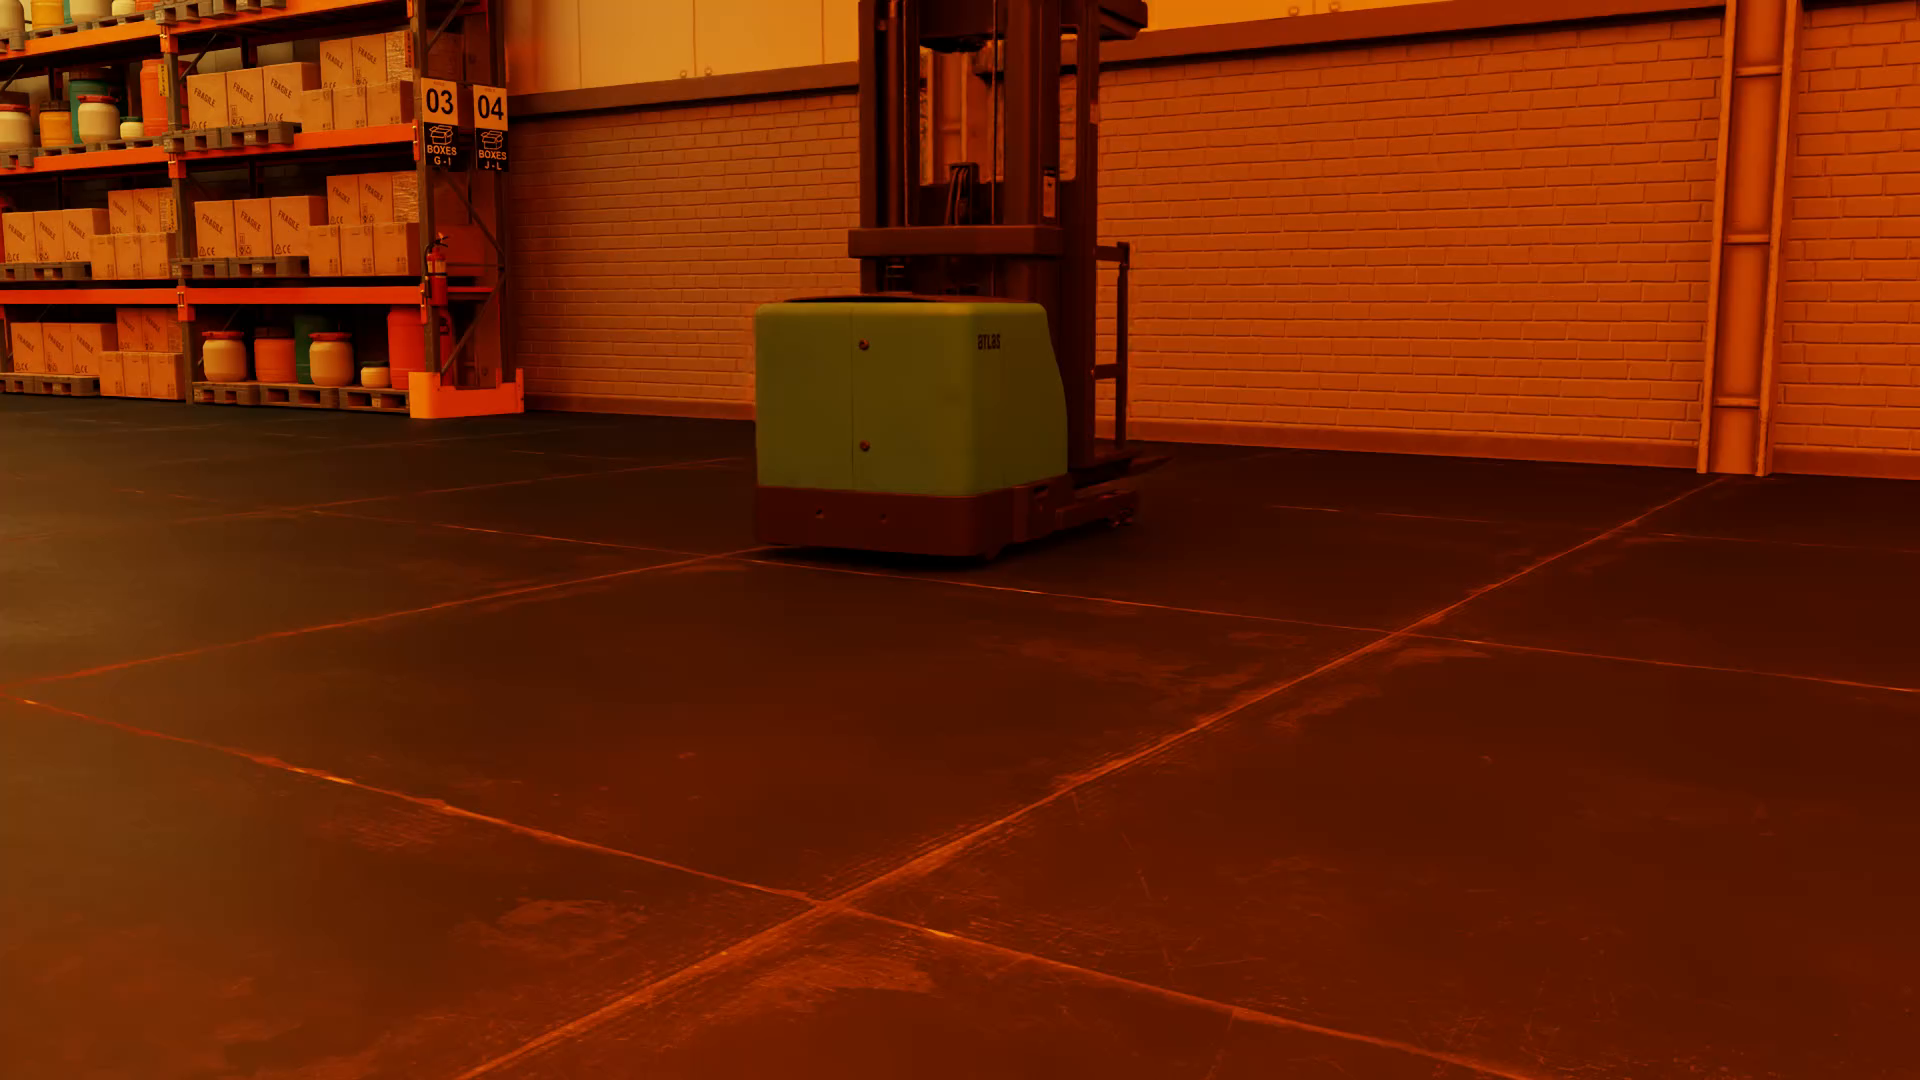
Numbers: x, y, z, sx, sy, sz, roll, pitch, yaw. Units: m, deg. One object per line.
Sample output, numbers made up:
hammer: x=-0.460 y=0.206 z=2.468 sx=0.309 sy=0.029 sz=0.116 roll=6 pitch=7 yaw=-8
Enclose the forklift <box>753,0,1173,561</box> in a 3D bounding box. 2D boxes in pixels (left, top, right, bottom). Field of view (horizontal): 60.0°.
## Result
forklift: x=0.227 y=-1.532 z=7.968 sx=1.130 sy=2.935 sz=3.031 roll=4 pitch=9 yaw=26
